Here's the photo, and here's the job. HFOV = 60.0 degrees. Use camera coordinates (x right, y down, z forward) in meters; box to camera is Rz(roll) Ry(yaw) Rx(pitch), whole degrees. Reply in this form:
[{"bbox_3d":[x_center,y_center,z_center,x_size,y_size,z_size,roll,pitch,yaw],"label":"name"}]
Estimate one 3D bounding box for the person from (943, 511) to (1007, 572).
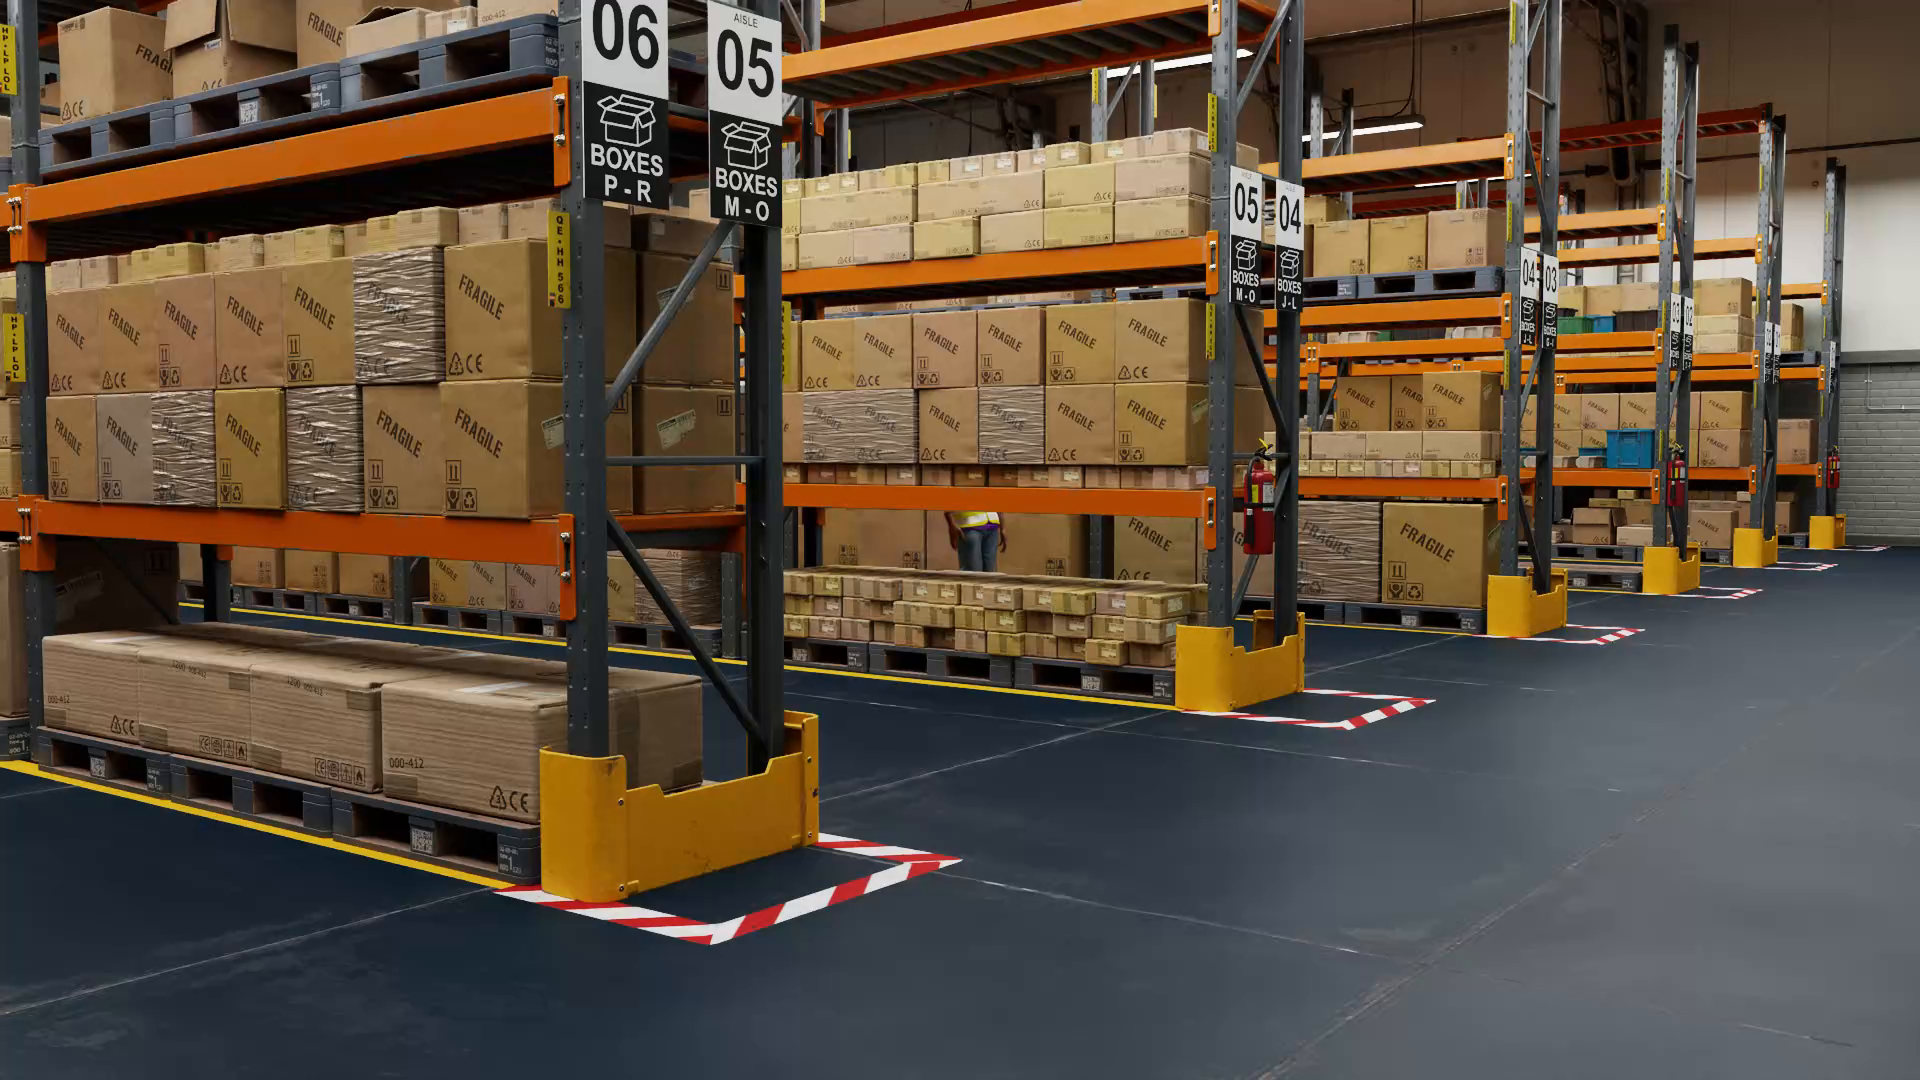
[{"bbox_3d":[0.179,-0.071,13.326,0.577,1.765,0.666,3,4,43],"label":"person"}]
